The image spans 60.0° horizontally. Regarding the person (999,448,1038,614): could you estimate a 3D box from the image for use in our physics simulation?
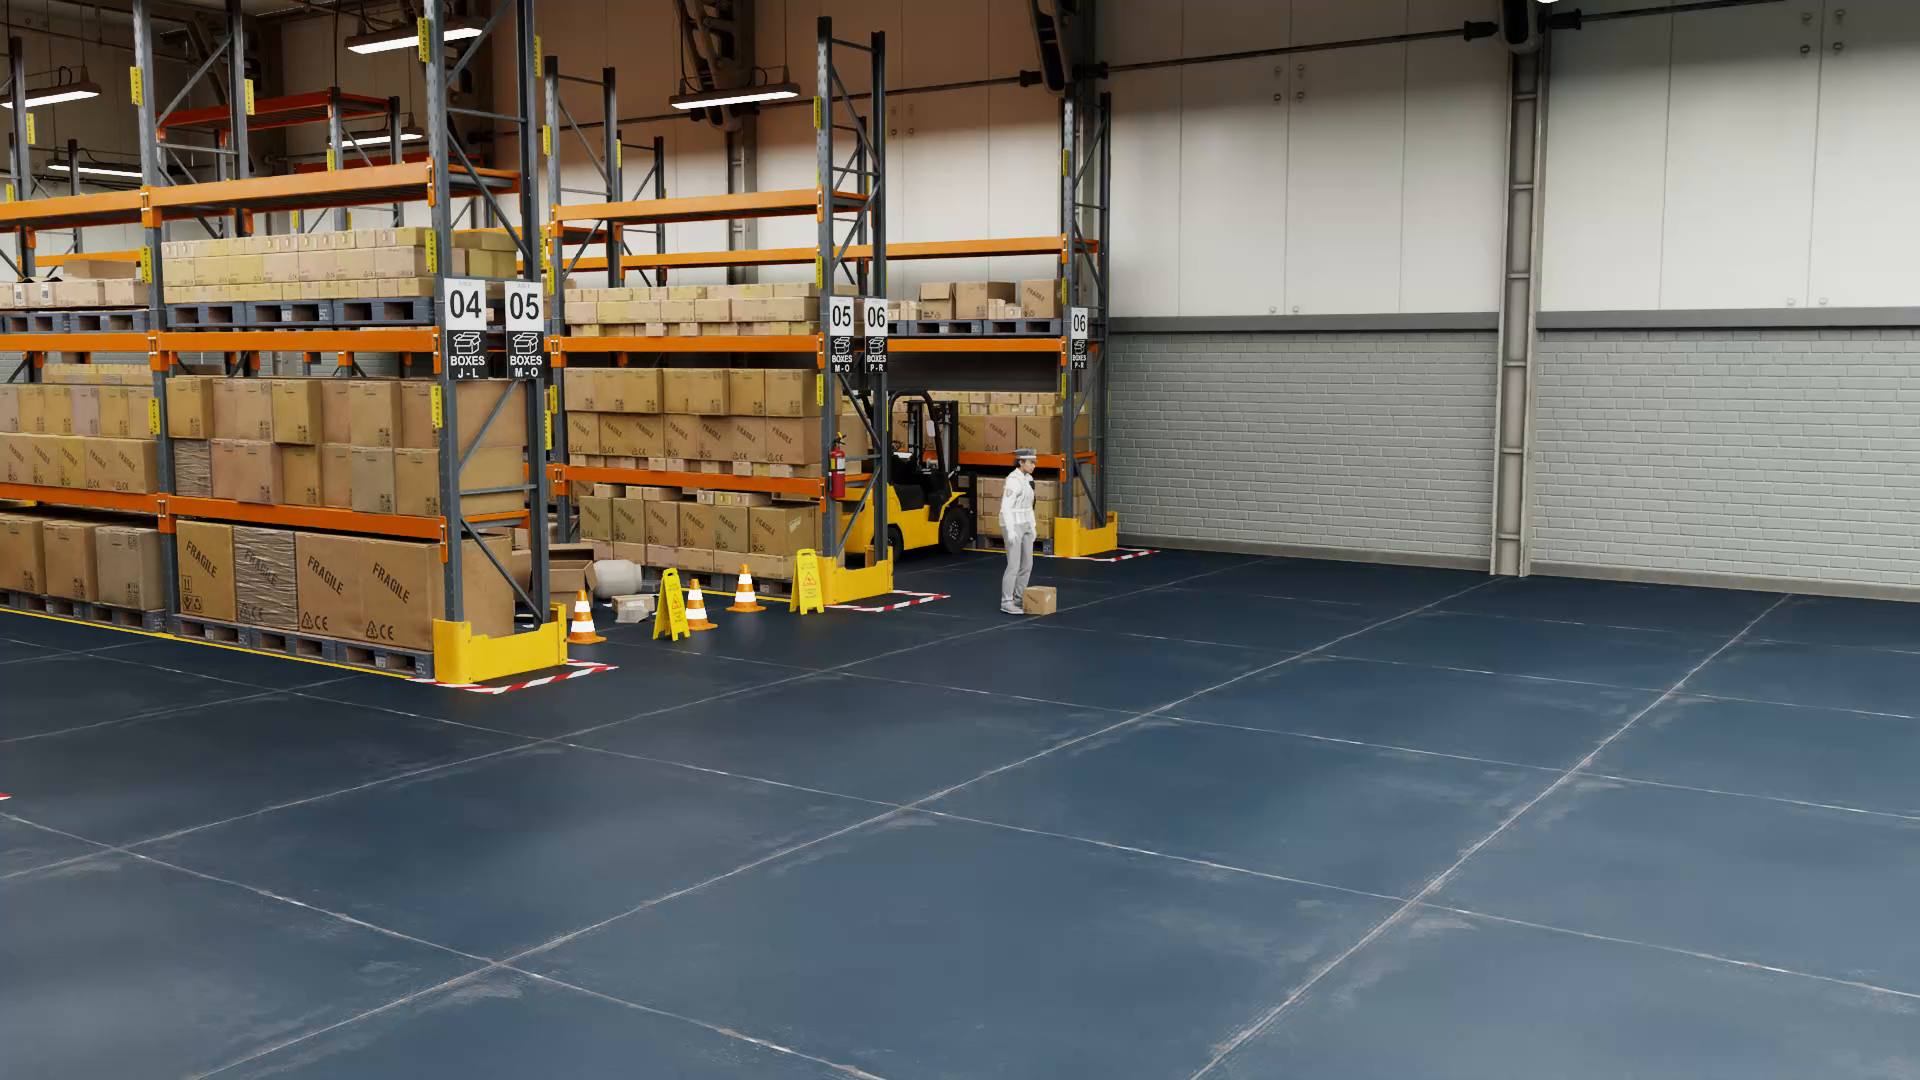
[{"bbox_3d":[0.609,-0.104,16.912,0.376,1.663,0.539,4,8,32],"label":"person"}]
